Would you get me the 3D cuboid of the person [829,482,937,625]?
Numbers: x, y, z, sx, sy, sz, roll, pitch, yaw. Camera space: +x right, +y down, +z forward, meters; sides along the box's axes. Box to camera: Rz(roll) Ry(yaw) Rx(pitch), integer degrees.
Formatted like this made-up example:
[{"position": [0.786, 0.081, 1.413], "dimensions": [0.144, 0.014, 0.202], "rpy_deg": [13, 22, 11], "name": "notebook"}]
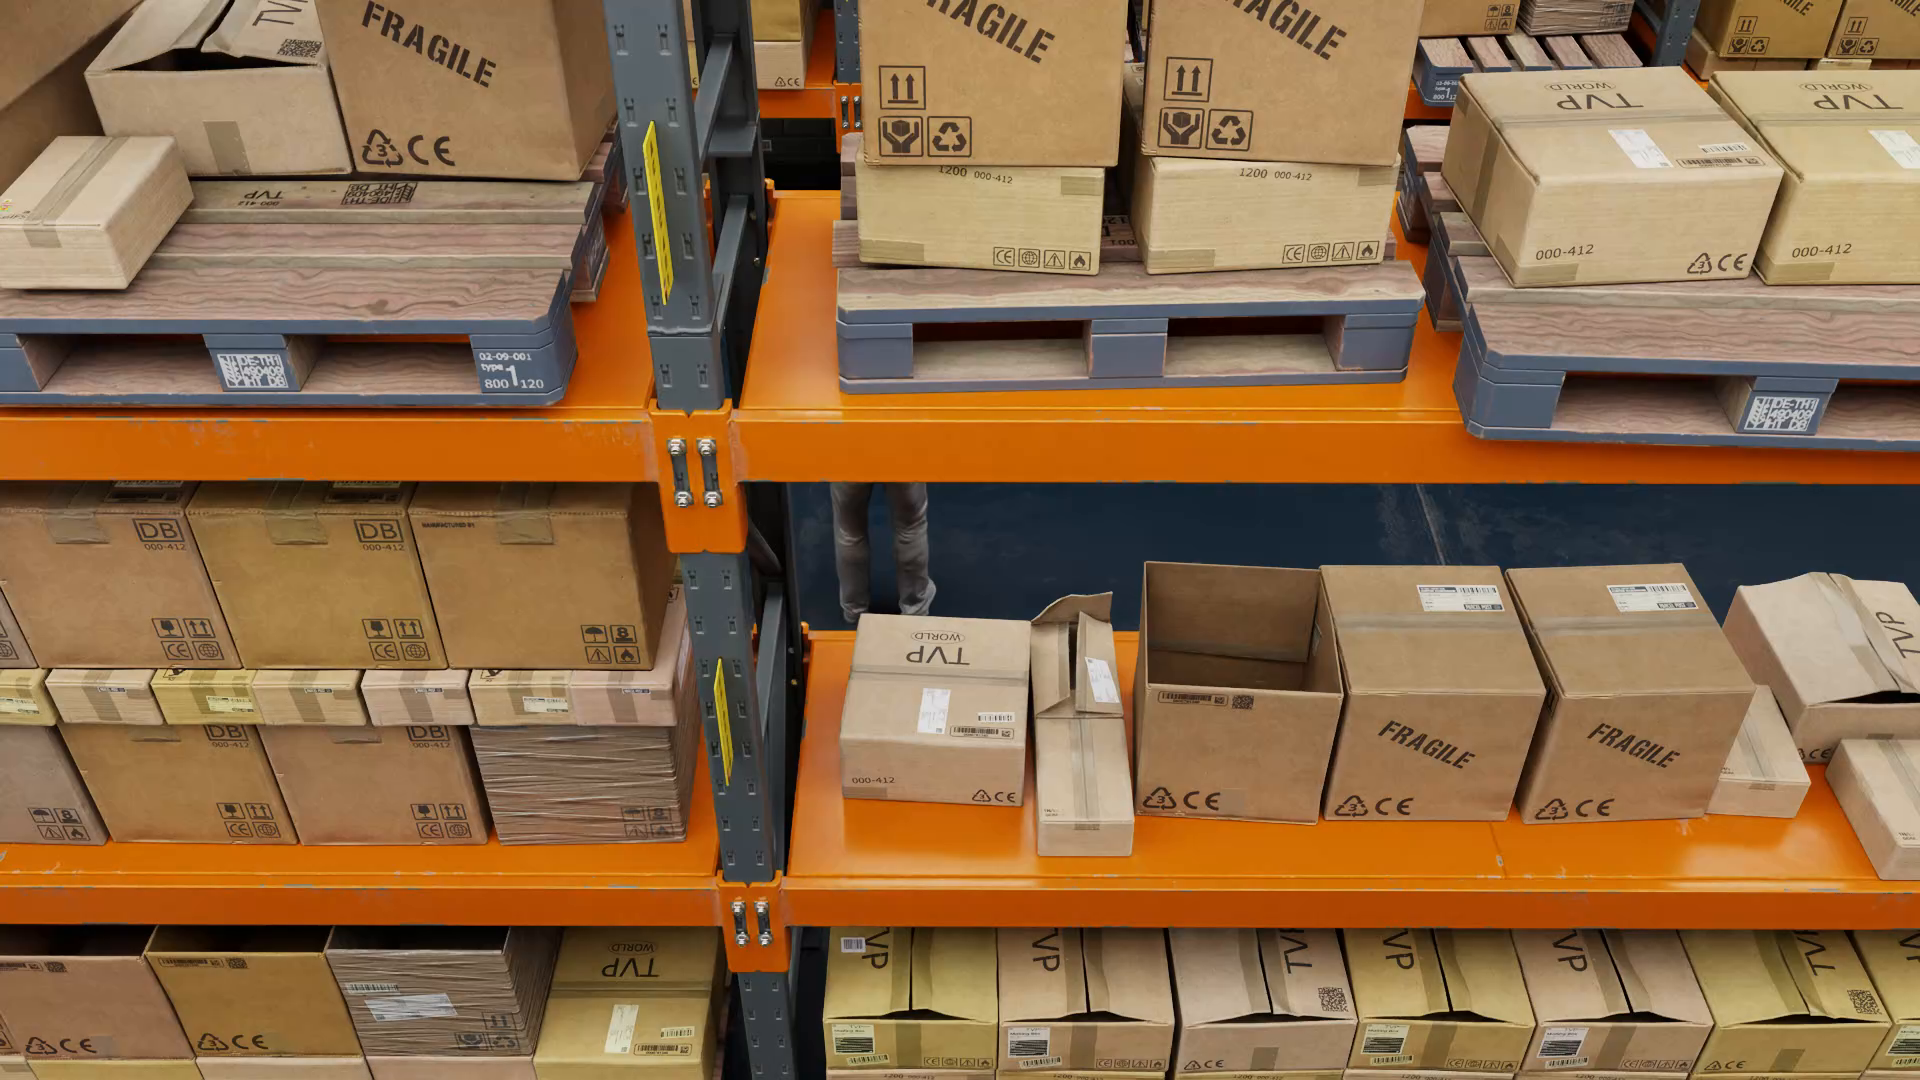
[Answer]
[{"position": [-0.341, -0.425, 6.652], "dimensions": [0.548, 1.770, 0.541], "rpy_deg": [0, 39, 0], "name": "person"}]
